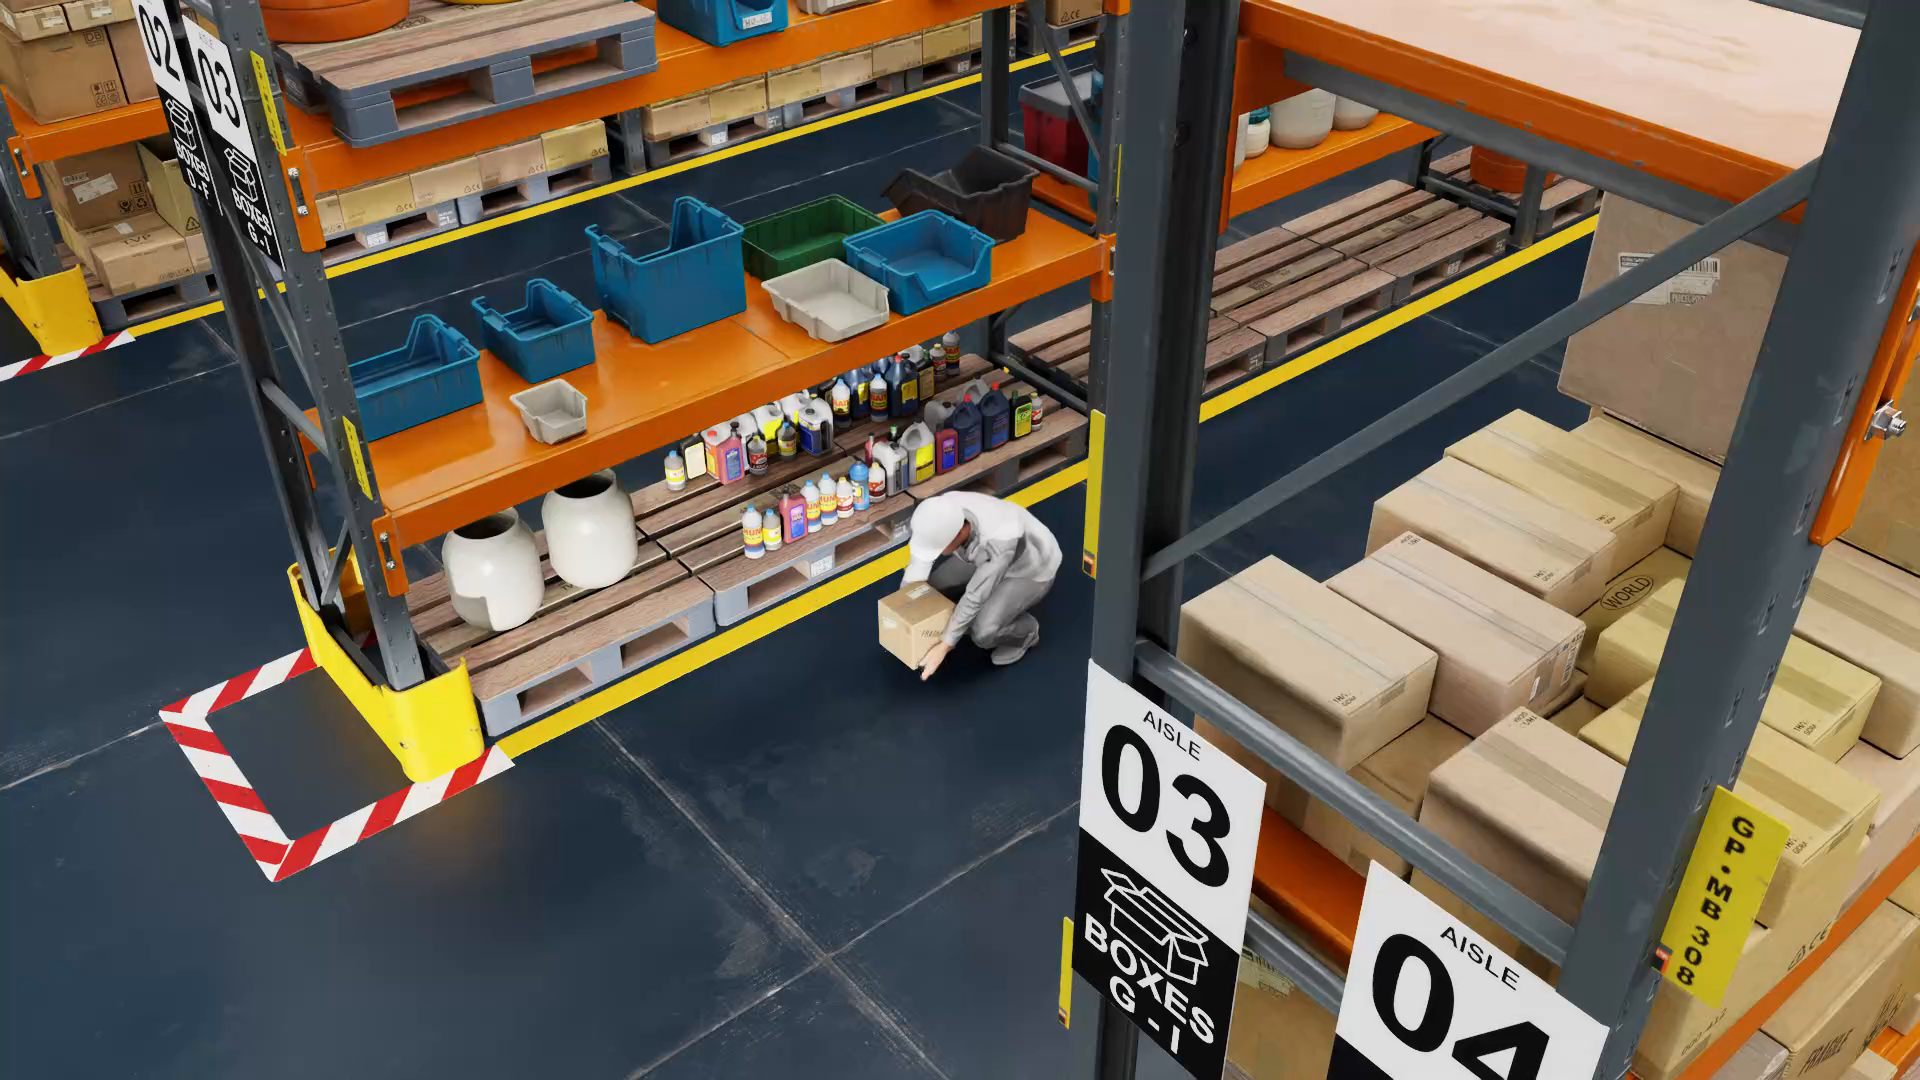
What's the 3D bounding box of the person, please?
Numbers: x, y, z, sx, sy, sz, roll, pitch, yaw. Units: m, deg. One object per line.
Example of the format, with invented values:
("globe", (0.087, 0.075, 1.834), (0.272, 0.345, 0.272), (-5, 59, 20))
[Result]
("person", (0.064, 0.119, 7.557), (0.866, 1.011, 0.526), (-27, 44, -32))
